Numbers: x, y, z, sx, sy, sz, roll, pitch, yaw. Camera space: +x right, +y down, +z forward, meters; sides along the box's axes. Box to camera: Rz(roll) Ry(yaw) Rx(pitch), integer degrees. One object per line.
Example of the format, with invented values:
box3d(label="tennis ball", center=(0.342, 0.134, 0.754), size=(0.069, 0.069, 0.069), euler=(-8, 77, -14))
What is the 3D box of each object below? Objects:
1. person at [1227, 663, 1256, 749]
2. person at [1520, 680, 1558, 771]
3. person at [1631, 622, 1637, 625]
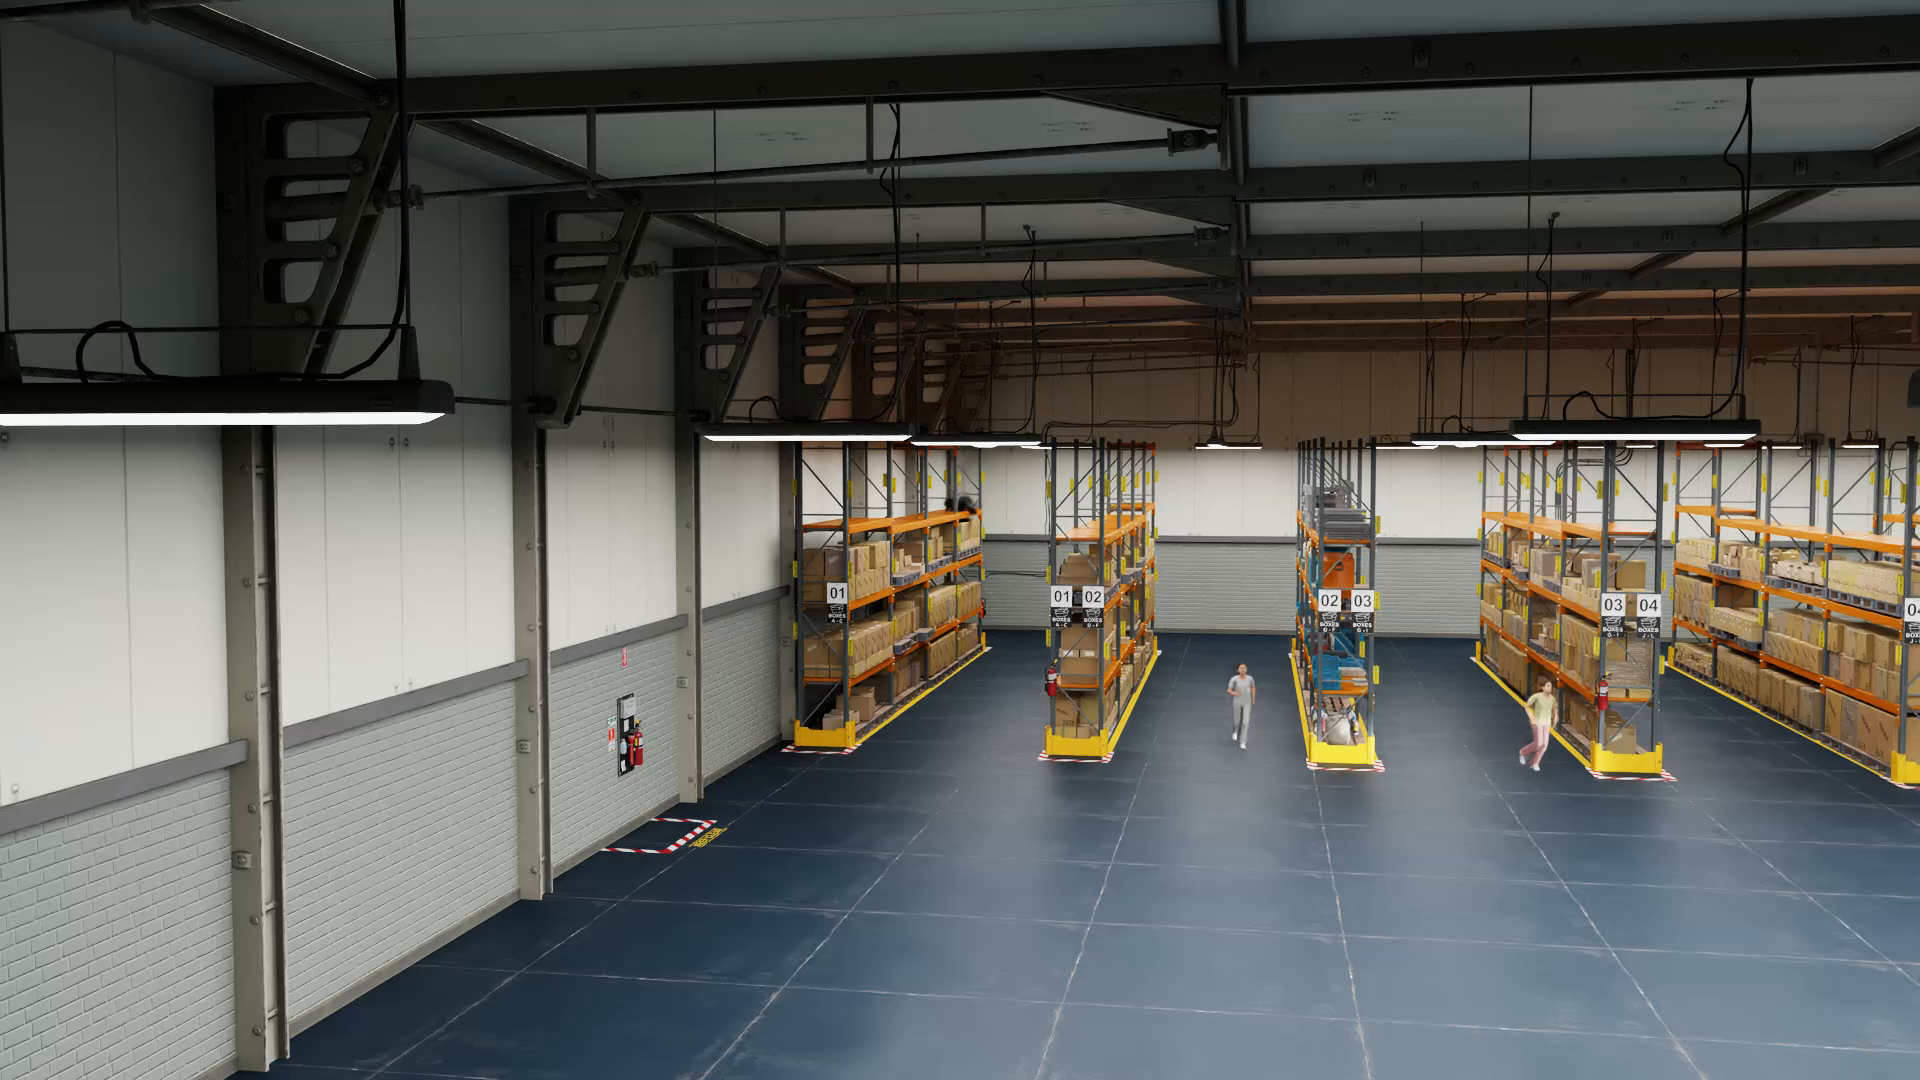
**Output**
box3d(label="person", center=(5.460, 3.186, 32.239), size=(0.577, 1.641, 0.794), euler=(0, 3, -2))
box3d(label="person", center=(10.497, 3.322, 30.040), size=(0.624, 1.620, 0.530), euler=(-1, 3, -13))
box3d(label="person", center=(17.750, 2.535, 44.006), size=(0.718, 1.762, 0.651), euler=(1, 3, 19))
